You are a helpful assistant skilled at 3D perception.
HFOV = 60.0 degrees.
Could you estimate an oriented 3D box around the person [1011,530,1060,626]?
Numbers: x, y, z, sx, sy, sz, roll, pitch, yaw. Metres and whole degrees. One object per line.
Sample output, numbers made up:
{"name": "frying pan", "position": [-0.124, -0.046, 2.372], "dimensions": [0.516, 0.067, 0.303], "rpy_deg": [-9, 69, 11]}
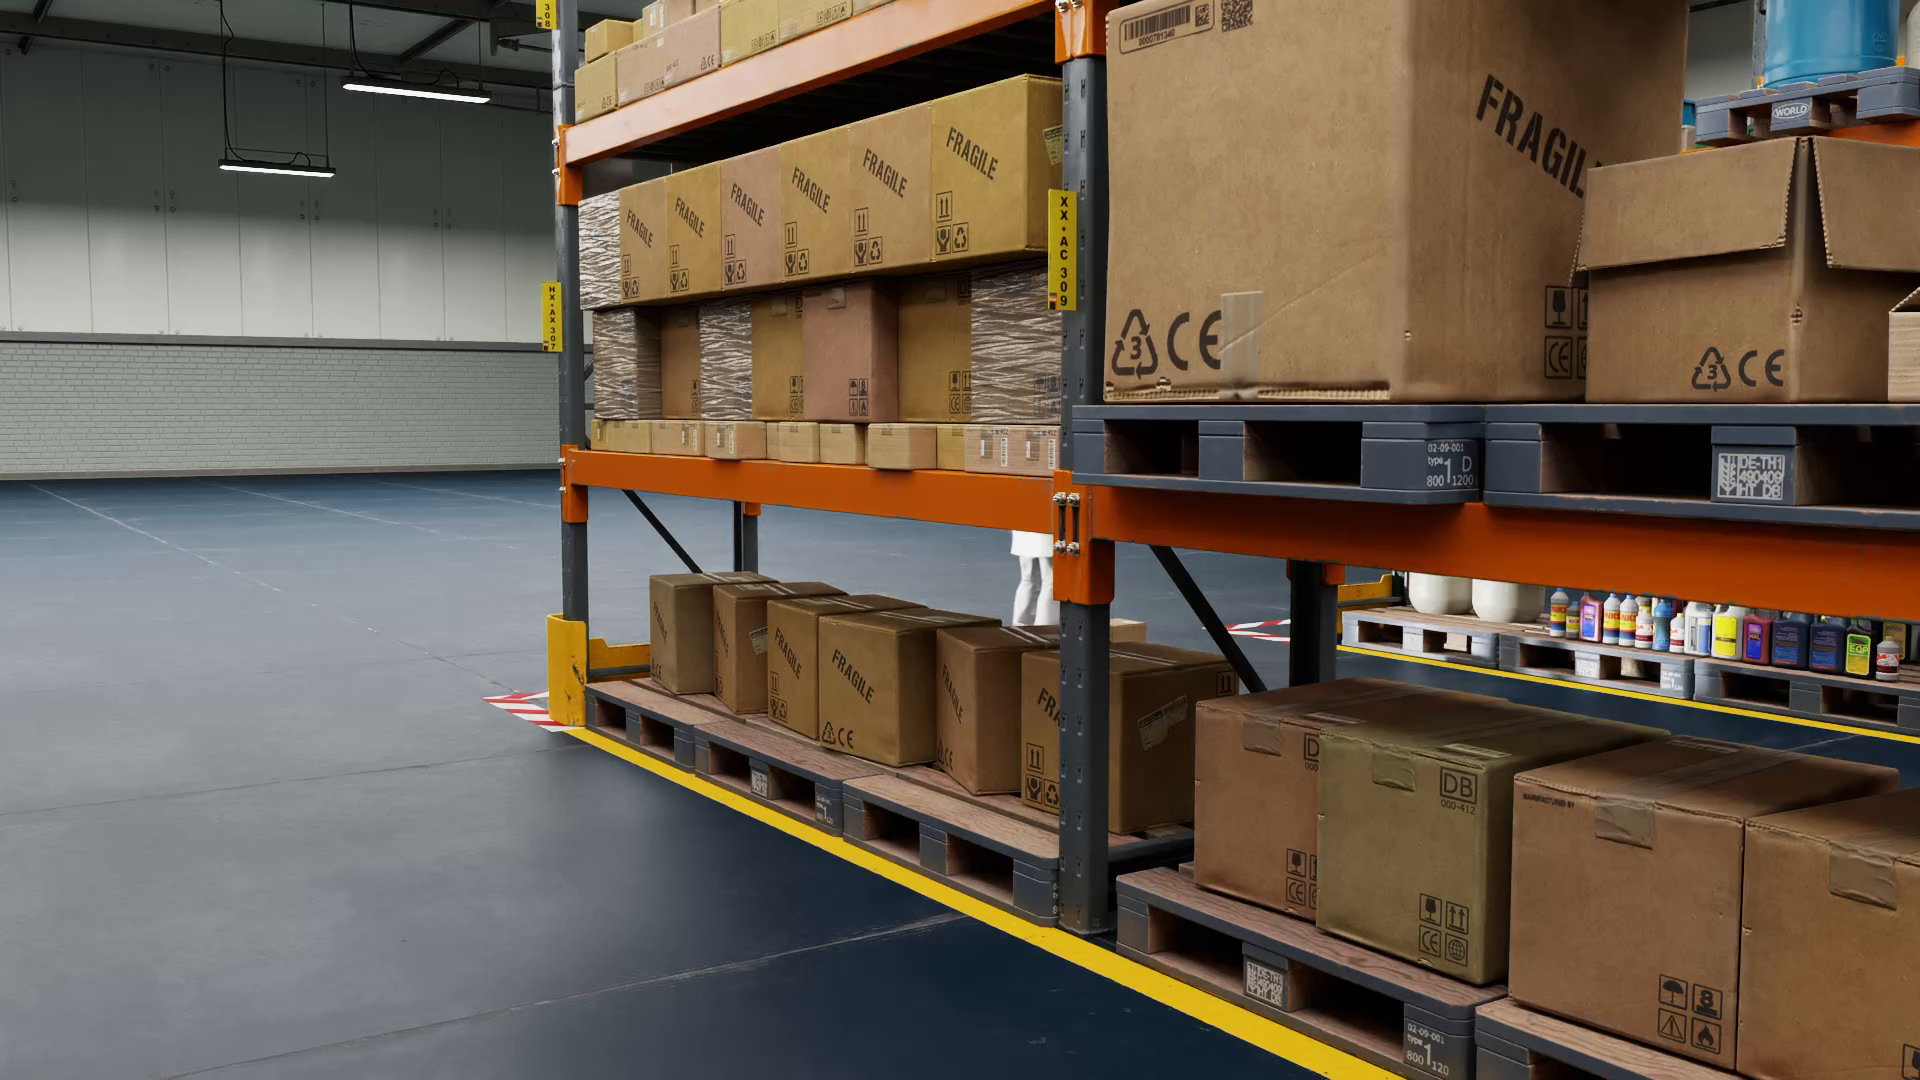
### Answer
{"name": "person", "position": [0.471, -0.121, 9.443], "dimensions": [0.391, 1.796, 0.563], "rpy_deg": [-3, 5, -32]}
